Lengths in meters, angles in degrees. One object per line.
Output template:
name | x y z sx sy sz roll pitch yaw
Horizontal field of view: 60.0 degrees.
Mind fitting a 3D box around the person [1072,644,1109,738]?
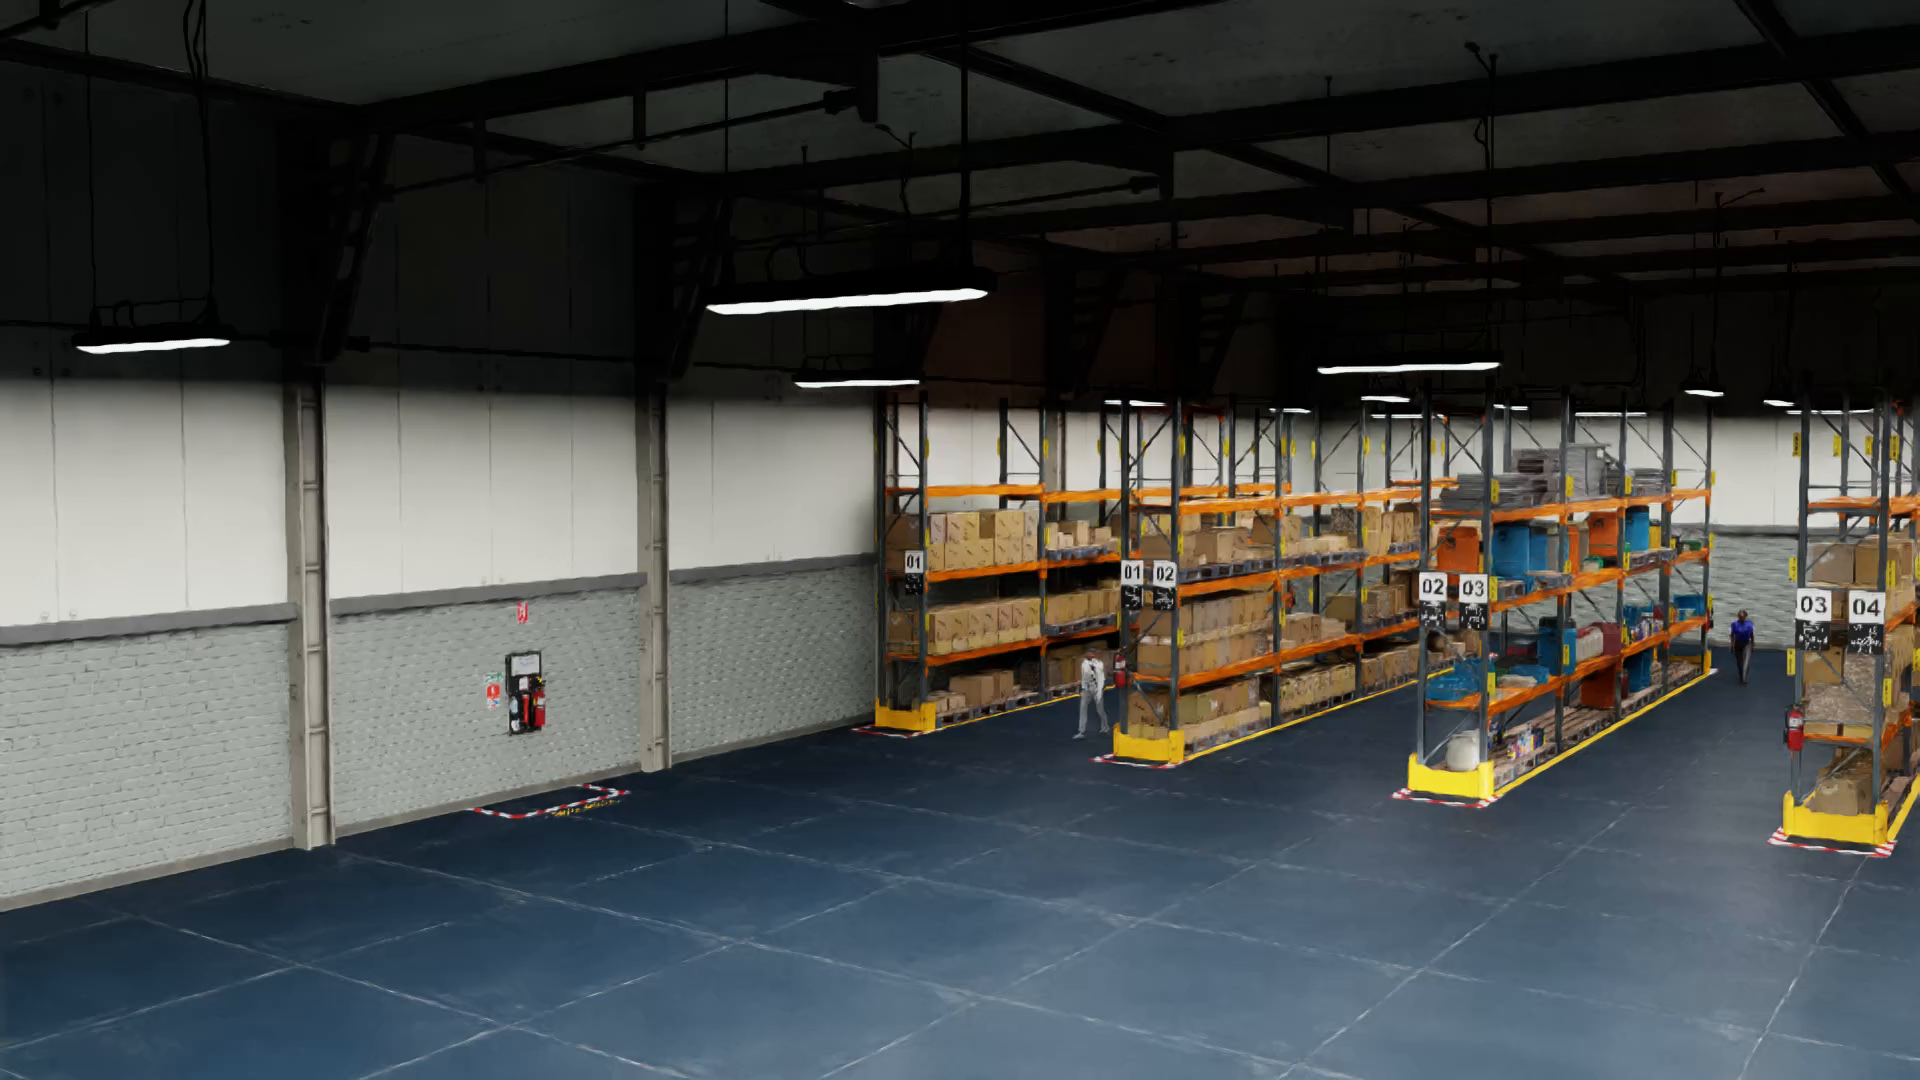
person | 2.294 2.588 28.697 0.500 1.625 0.997 2 4 34

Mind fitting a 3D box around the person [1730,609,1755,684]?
person | 16.627 2.236 35.371 0.447 1.574 1.088 2 4 37
